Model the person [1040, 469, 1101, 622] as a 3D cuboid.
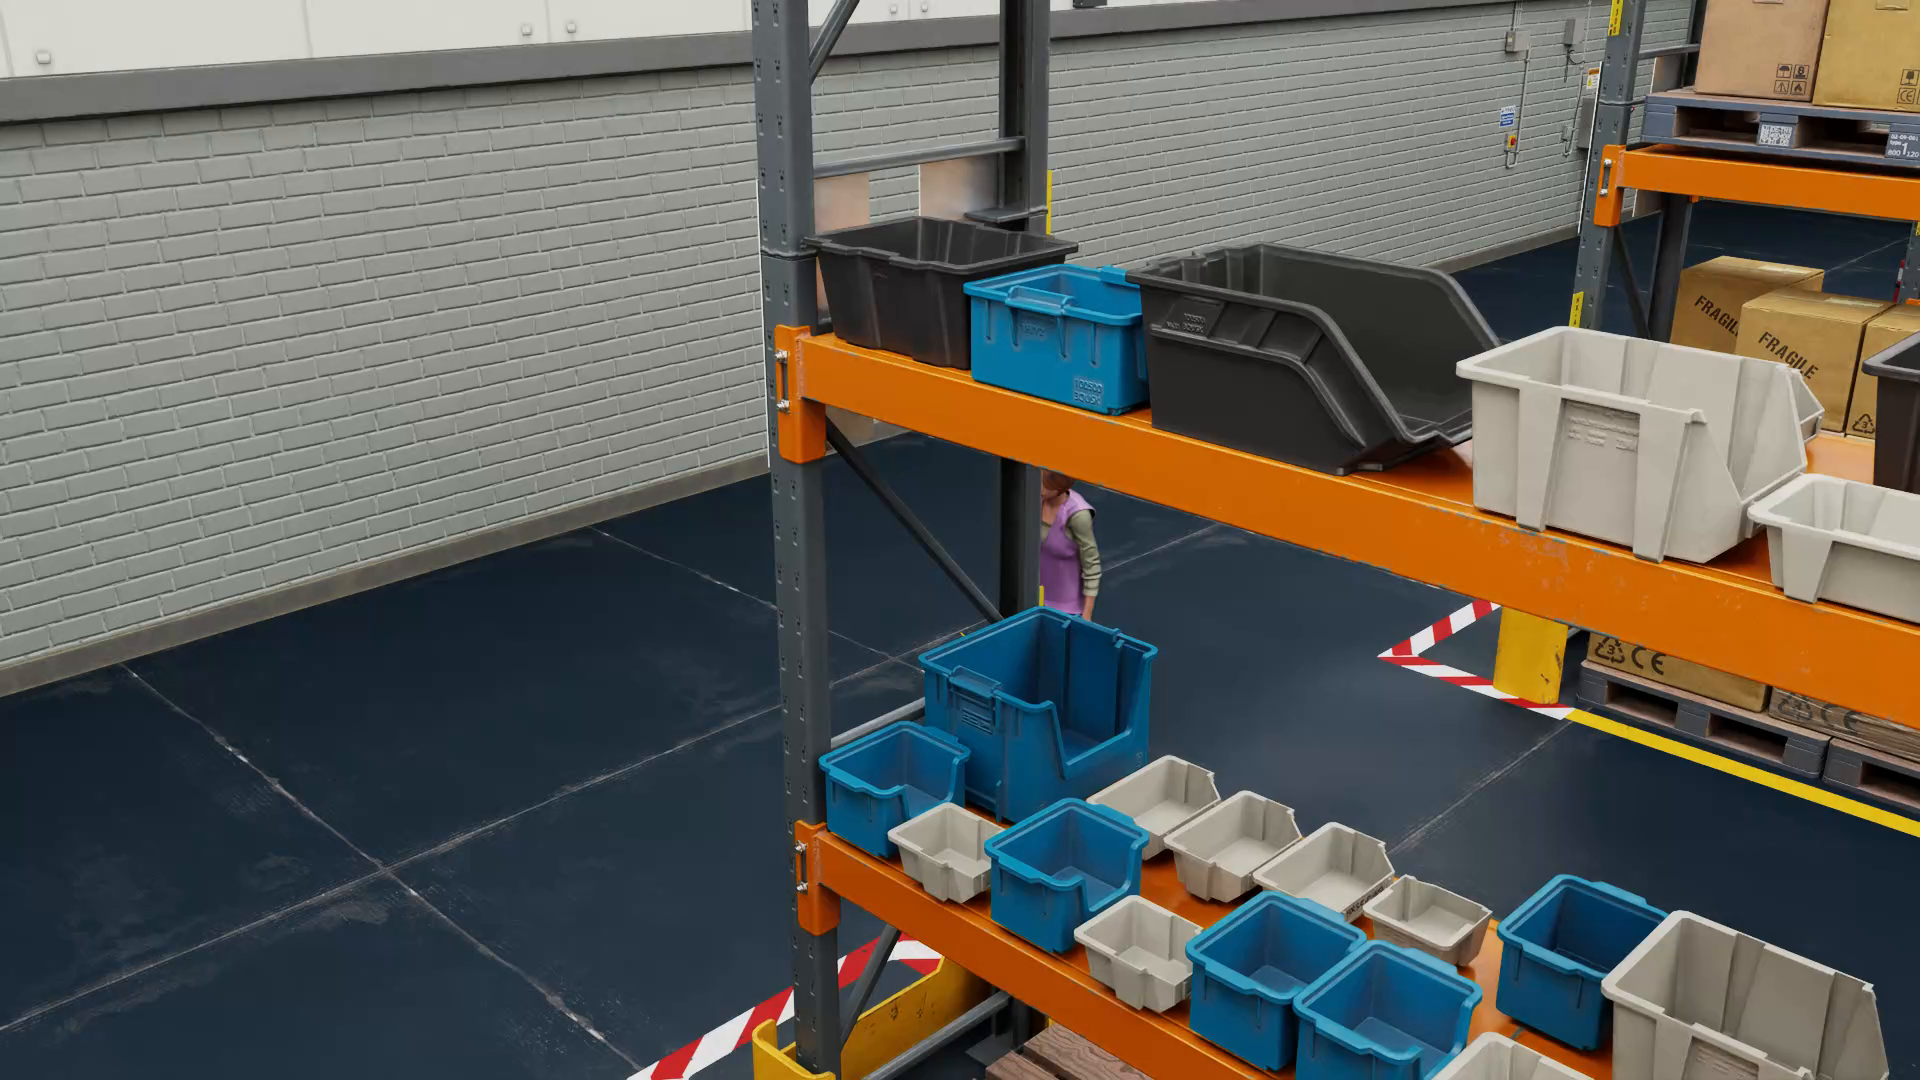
[{"bbox_3d":[0.441,0.317,7.766,0.473,1.593,0.350,19,28,40],"label":"person"}]
